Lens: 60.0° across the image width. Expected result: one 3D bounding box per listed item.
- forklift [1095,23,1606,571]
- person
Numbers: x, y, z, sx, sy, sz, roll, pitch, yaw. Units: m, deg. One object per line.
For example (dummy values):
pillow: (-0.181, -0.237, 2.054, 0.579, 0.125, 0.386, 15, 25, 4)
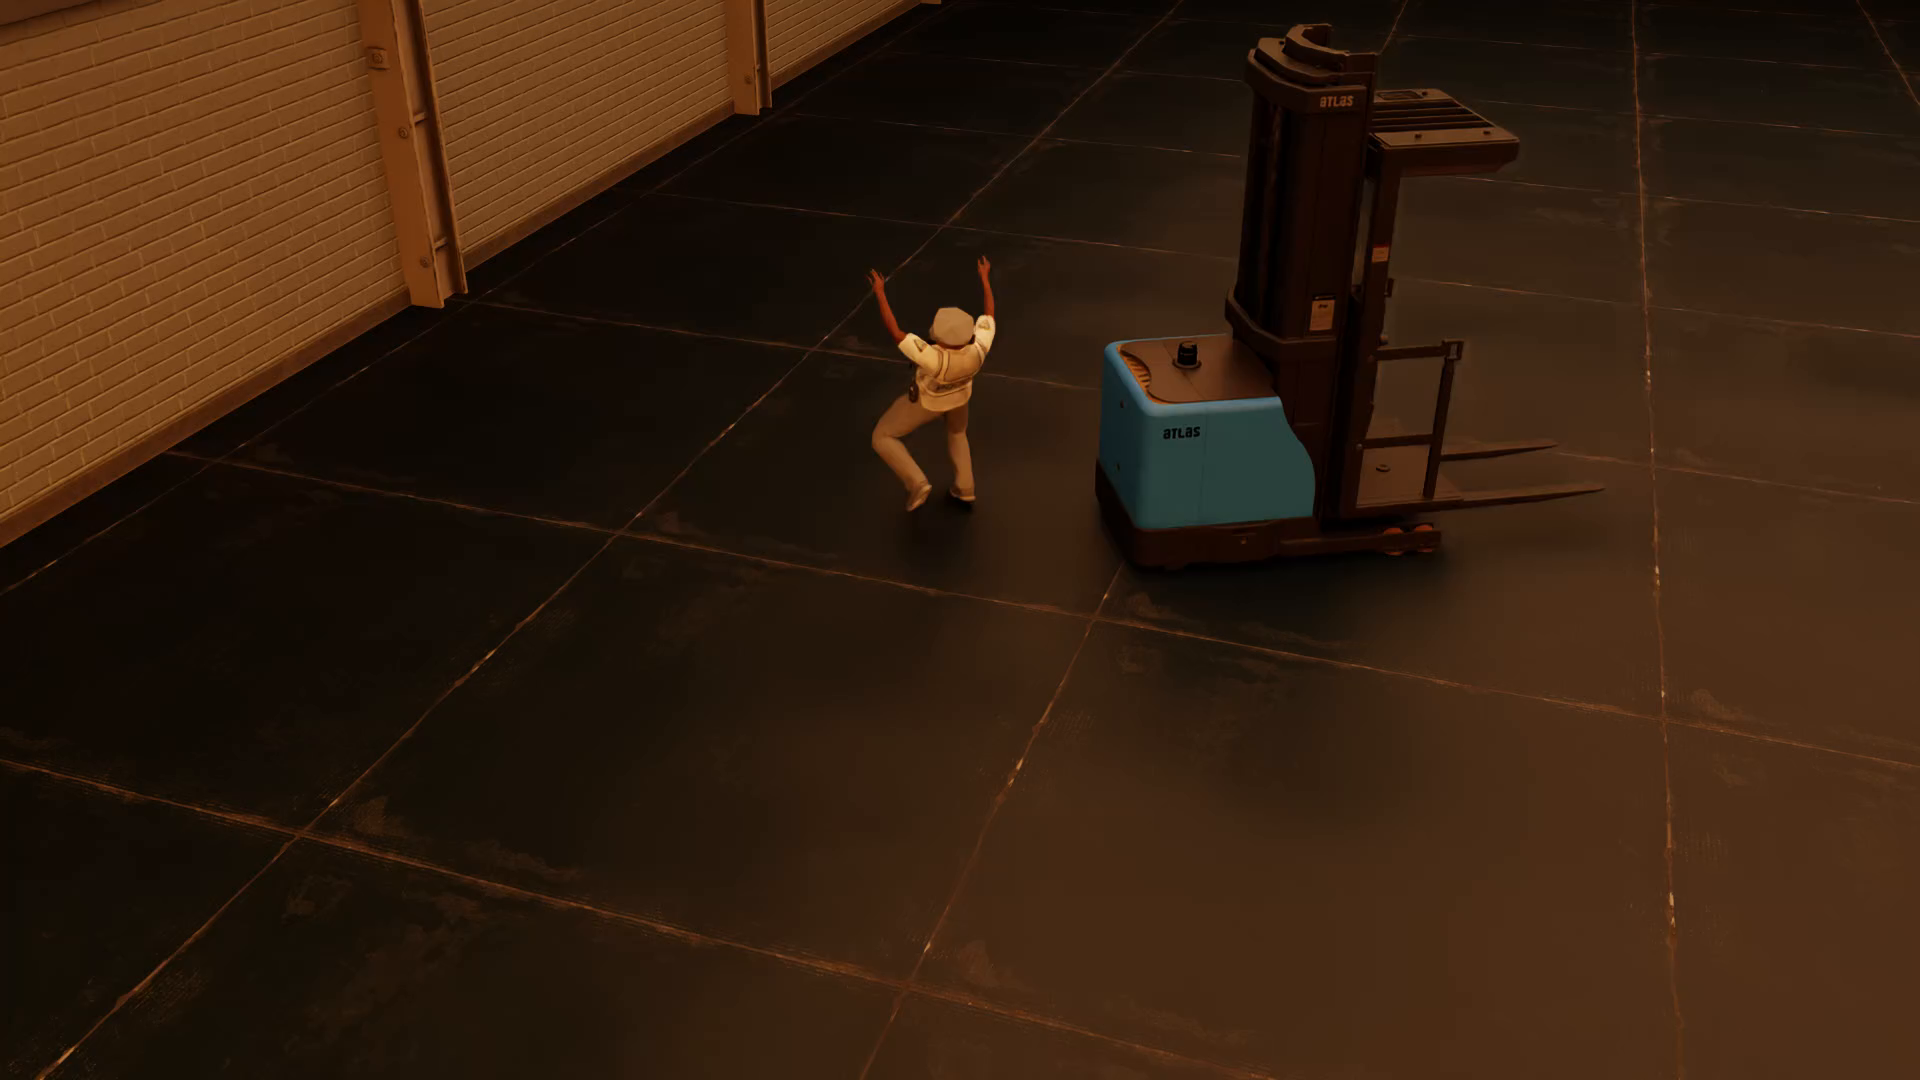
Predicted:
forklift: (2.416, -1.432, 9.648, 3.031, 2.935, 1.130, -5, 30, -9)
person: (-0.057, -0.916, 10.100, 0.910, 1.584, 0.727, -18, 34, -28)
